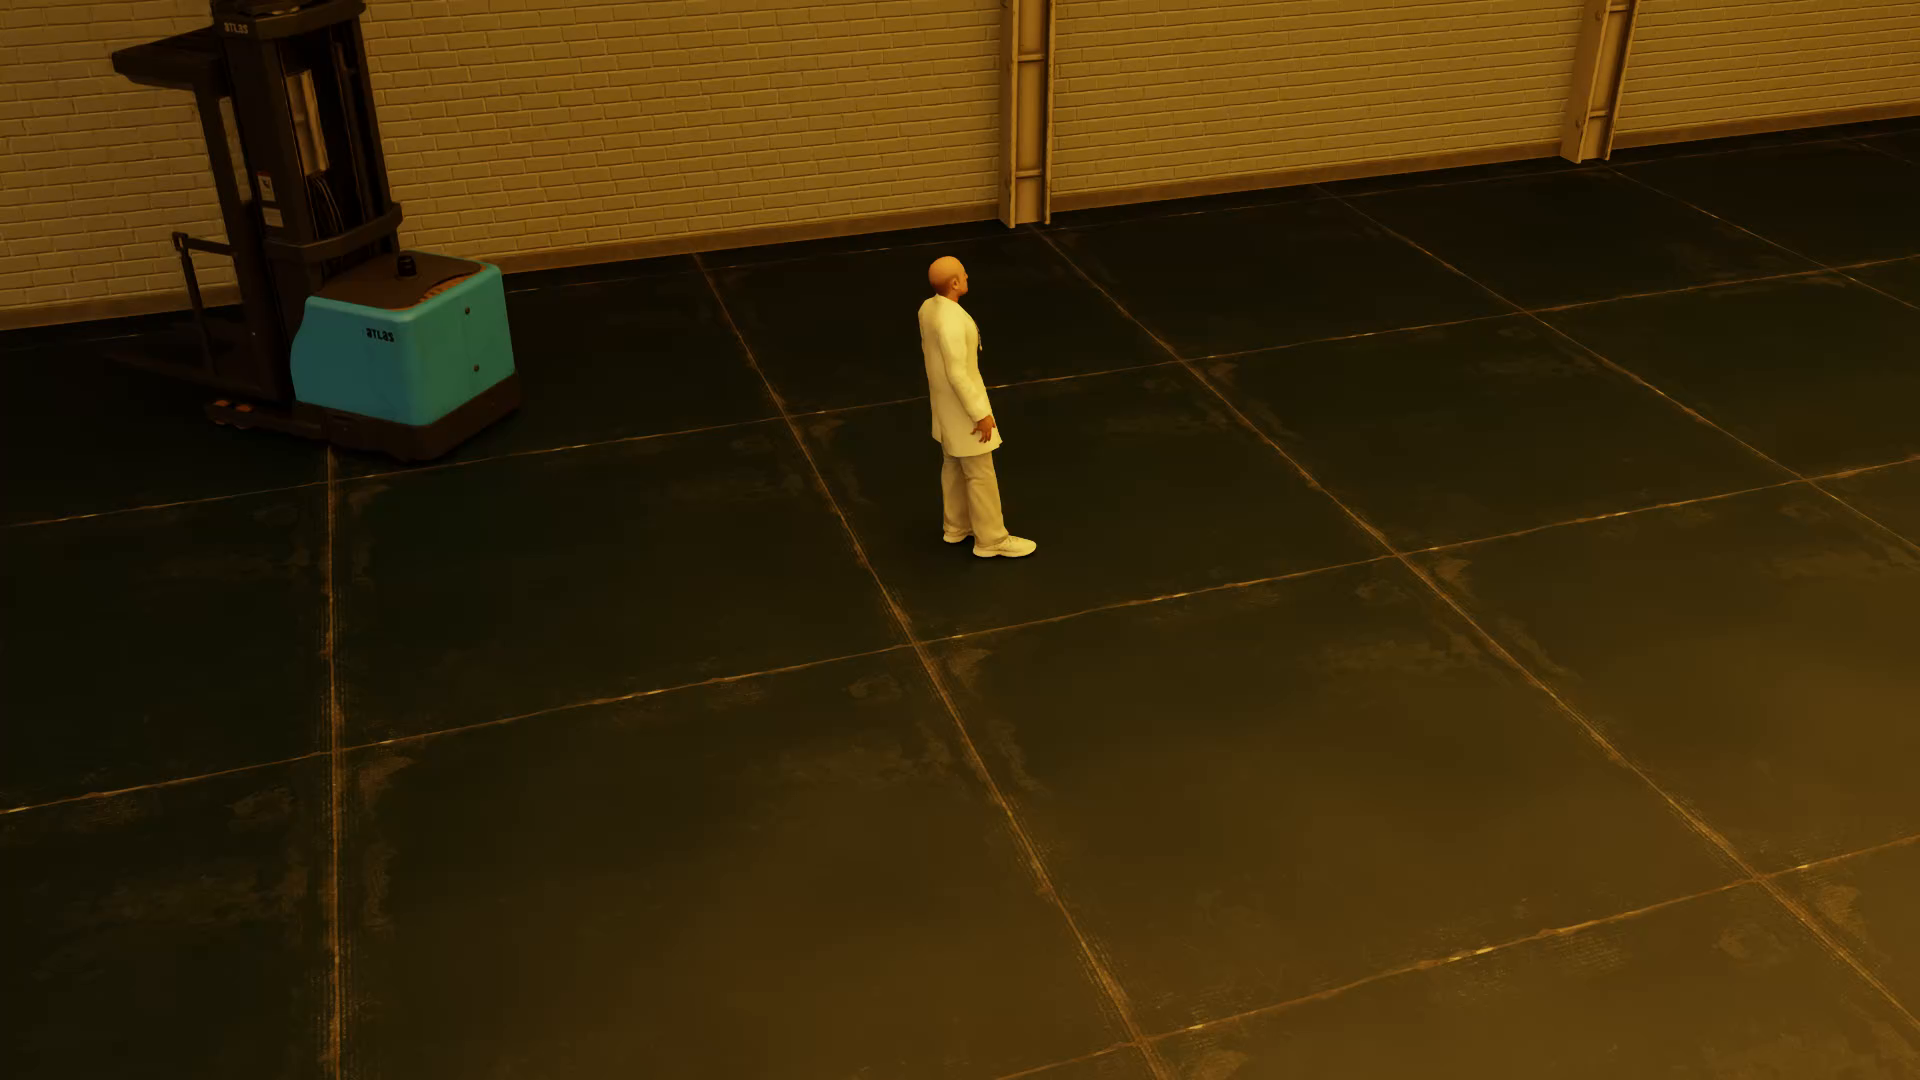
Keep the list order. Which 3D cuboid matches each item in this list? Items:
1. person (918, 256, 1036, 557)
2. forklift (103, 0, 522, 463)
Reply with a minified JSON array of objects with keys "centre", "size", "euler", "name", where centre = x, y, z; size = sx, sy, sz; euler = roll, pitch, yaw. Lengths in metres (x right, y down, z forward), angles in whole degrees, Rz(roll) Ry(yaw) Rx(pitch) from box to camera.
[{"centre":[0.087,-0.789,9.600],"size":[0.581,1.776,0.696],"euler":[-10,31,-16],"name":"person"},{"centre":[-4.602,-2.248,10.995],"size":[3.031,2.935,1.130],"euler":[12,32,20],"name":"forklift"}]
